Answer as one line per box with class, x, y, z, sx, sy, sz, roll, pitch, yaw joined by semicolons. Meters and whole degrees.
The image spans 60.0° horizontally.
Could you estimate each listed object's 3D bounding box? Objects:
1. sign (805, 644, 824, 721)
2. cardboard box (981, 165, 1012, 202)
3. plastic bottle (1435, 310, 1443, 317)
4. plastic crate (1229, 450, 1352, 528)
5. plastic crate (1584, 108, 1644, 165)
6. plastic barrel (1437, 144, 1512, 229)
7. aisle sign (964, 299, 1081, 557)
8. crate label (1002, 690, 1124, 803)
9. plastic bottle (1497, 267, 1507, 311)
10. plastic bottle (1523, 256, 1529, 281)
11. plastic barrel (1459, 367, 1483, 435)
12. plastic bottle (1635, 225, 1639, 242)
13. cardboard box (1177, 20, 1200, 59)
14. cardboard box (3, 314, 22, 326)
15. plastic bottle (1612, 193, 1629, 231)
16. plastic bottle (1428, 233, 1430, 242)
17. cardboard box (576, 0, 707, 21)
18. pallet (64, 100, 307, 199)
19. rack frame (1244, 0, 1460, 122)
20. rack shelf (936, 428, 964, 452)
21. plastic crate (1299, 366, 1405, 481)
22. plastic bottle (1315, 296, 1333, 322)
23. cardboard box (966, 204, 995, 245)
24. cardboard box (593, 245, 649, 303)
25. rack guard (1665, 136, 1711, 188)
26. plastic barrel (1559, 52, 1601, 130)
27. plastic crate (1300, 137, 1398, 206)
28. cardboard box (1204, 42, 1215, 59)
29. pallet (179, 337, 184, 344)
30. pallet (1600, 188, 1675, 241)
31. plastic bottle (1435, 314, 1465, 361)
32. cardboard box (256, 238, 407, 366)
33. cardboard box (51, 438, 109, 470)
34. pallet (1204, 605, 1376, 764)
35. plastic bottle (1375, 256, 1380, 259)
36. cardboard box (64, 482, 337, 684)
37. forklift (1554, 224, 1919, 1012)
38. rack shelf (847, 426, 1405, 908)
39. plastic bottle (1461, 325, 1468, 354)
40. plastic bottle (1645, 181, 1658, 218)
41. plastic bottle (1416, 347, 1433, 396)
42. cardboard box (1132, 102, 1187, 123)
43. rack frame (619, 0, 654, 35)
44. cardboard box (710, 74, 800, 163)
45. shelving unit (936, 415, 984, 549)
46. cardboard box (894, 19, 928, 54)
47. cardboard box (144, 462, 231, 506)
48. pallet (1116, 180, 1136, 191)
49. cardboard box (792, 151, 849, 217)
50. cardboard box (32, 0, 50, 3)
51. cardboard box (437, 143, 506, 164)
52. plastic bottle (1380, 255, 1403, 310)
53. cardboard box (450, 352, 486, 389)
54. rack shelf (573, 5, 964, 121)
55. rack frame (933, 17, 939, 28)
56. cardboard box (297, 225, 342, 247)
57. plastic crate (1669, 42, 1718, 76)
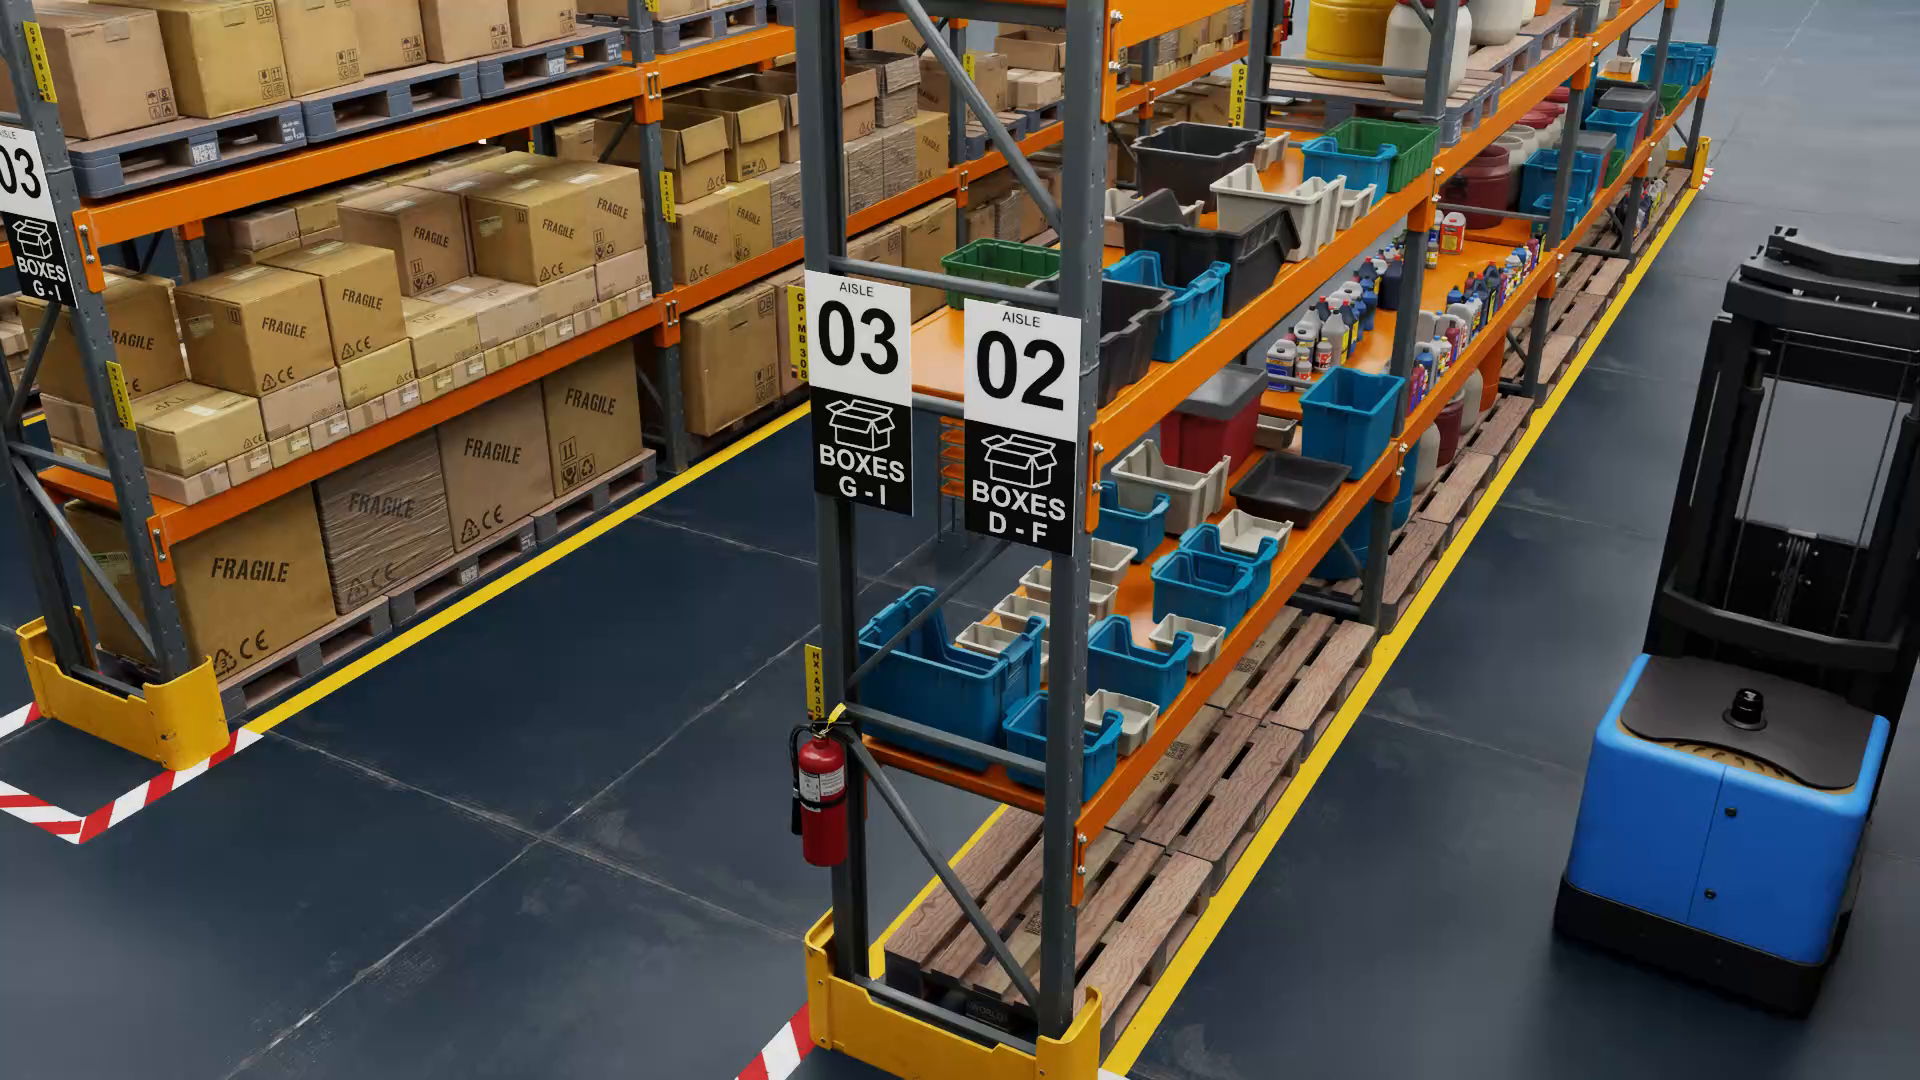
sign;-0.525;0.538;6.142;0.100;0.325;0.005;14;30;26
cardboard box;0.141;-3.374;15.602;0.500;0.250;0.500;18;32;32
plastic bottle;2.941;-1.312;10.242;0.097;0.201;0.097;0;27;0
plastic crate;1.613;-0.242;8.122;0.437;0.125;0.590;14;30;26
plastic crate;5.594;-3.445;14.299;0.392;0.384;0.575;14;30;26
plastic barrel;3.862;-2.700;12.642;0.600;0.536;0.708;14;30;26
aisle sign;0.186;-0.343;5.181;0.394;0.787;0.004;14;30;26
crate label;0.370;0.750;6.021;0.416;0.233;0.303;14;30;26
plastic bottle;3.508;-1.643;10.811;0.061;0.283;0.133;14;30;26
plastic bottle;3.836;-1.883;11.382;0.097;0.201;0.097;0;27;0
plastic barrel;3.472;-1.033;11.773;0.421;0.512;0.421;0;27;0
plastic bottle;6.454;-2.964;15.954;0.097;0.201;0.097;0;27;0
cardboard box;2.105;-5.568;18.078;0.875;0.500;0.500;14;30;26
cardboard box;-7.055;-1.622;12.690;0.380;0.149;0.250;13;29;24
plastic bottle;6.499;-3.218;16.295;0.144;0.351;0.185;14;30;26
plastic bottle;3.323;-2.198;11.933;0.097;0.271;0.097;0;27;0
cardboard box;-2.105;-3.726;10.910;0.700;0.500;0.500;15;30;27
pallet;-3.994;-1.958;8.059;1.003;0.211;1.213;14;30;26
rack frame;1.930;-3.516;7.720;1.000;3.000;0.127;14;30;26
rack shelf;0.007;-0.610;10.459;0.258;0.103;0.180;14;30;26
plastic crate;1.997;-0.596;8.540;0.392;0.384;0.575;14;30;26
plastic bottle;2.188;-1.313;10.078;0.144;0.351;0.185;14;30;26
cardboard box;-0.102;-2.827;15.348;0.700;0.500;0.500;13;29;23
cardboard box;-2.371;-1.760;10.750;0.500;0.250;0.500;14;30;25
rack guard;7.837;-4.352;18.885;1.175;0.500;0.348;14;30;26
plastic barrel;5.412;-4.091;15.012;0.600;0.901;0.708;14;30;26
plastic crate;1.760;-1.674;7.580;0.416;0.233;0.300;14;30;26
cardboard box;2.647;-5.534;18.735;0.380;0.149;0.250;14;30;26
pallet;-6.950;-1.539;13.588;1.003;0.211;1.213;14;30;26
pallet;6.832;-3.434;17.374;1.003;0.211;1.213;14;30;26
plastic bottle;2.945;-1.235;10.005;0.152;0.276;0.135;14;30;26
cardboard box;-3.383;-1.292;8.977;0.500;0.500;0.500;13;30;25
cardboard box;-4.461;-0.464;8.606;0.380;0.149;0.250;15;30;27
pallet;1.602;0.709;9.098;1.003;0.211;1.213;14;30;26
plastic bottle;2.755;-1.748;11.034;0.097;0.271;0.097;0;27;0
cardboard box;-4.105;0.130;9.043;0.875;0.875;0.875;14;30;26
forklift;3.817;-0.006;7.487;1.130;2.935;3.031;16;31;29
rack shelf;0.946;0.268;7.667;1.077;0.370;4.000;14;30;26
plastic bottle;3.026;-1.241;10.100;0.097;0.201;0.097;0;27;0
plastic bottle;6.926;-3.426;16.710;0.144;0.351;0.185;14;30;26
plastic bottle;2.636;-0.963;9.467;0.097;0.271;0.097;0;27;0
cardboard box;2.297;-4.743;19.197;0.500;0.500;0.500;11;29;22
rack frame;-2.382;-4.606;9.899;1.000;3.000;0.127;14;30;26
cardboard box;-1.435;-3.178;12.516;0.797;0.503;0.637;15;30;28
shelving unit;0.007;-0.542;10.493;0.258;1.200;0.189;14;30;26
cardboard box;-1.023;-6.691;22.670;0.875;0.875;0.875;14;30;26
cardboard box;-3.888;-0.318;8.315;0.380;0.149;0.250;15;30;27
pallet;1.853;-4.064;18.633;1.003;0.211;1.213;14;30;26
cardboard box;-1.195;-2.686;12.654;0.500;0.500;0.500;15;30;27
cardboard box;-6.913;-3.887;11.980;0.500;0.250;0.500;14;30;26
cardboard box;-4.791;-3.695;16.267;0.500;0.250;0.500;13;30;25
plastic bottle;2.838;-1.690;10.829;0.144;0.351;0.185;14;30;26
cardboard box;-3.005;-1.021;9.718;0.380;0.149;0.250;15;30;27
rack shelf;-1.398;-3.723;12.289;1.077;0.370;4.000;14;30;26
rack frame;-0.747;-7.732;22.845;1.000;3.000;0.127;14;30;26
cardboard box;-5.797;-2.562;14.839;0.500;0.500;0.500;16;31;28
plastic crate;7.848;-5.182;17.918;0.499;0.251;0.616;14;30;26
